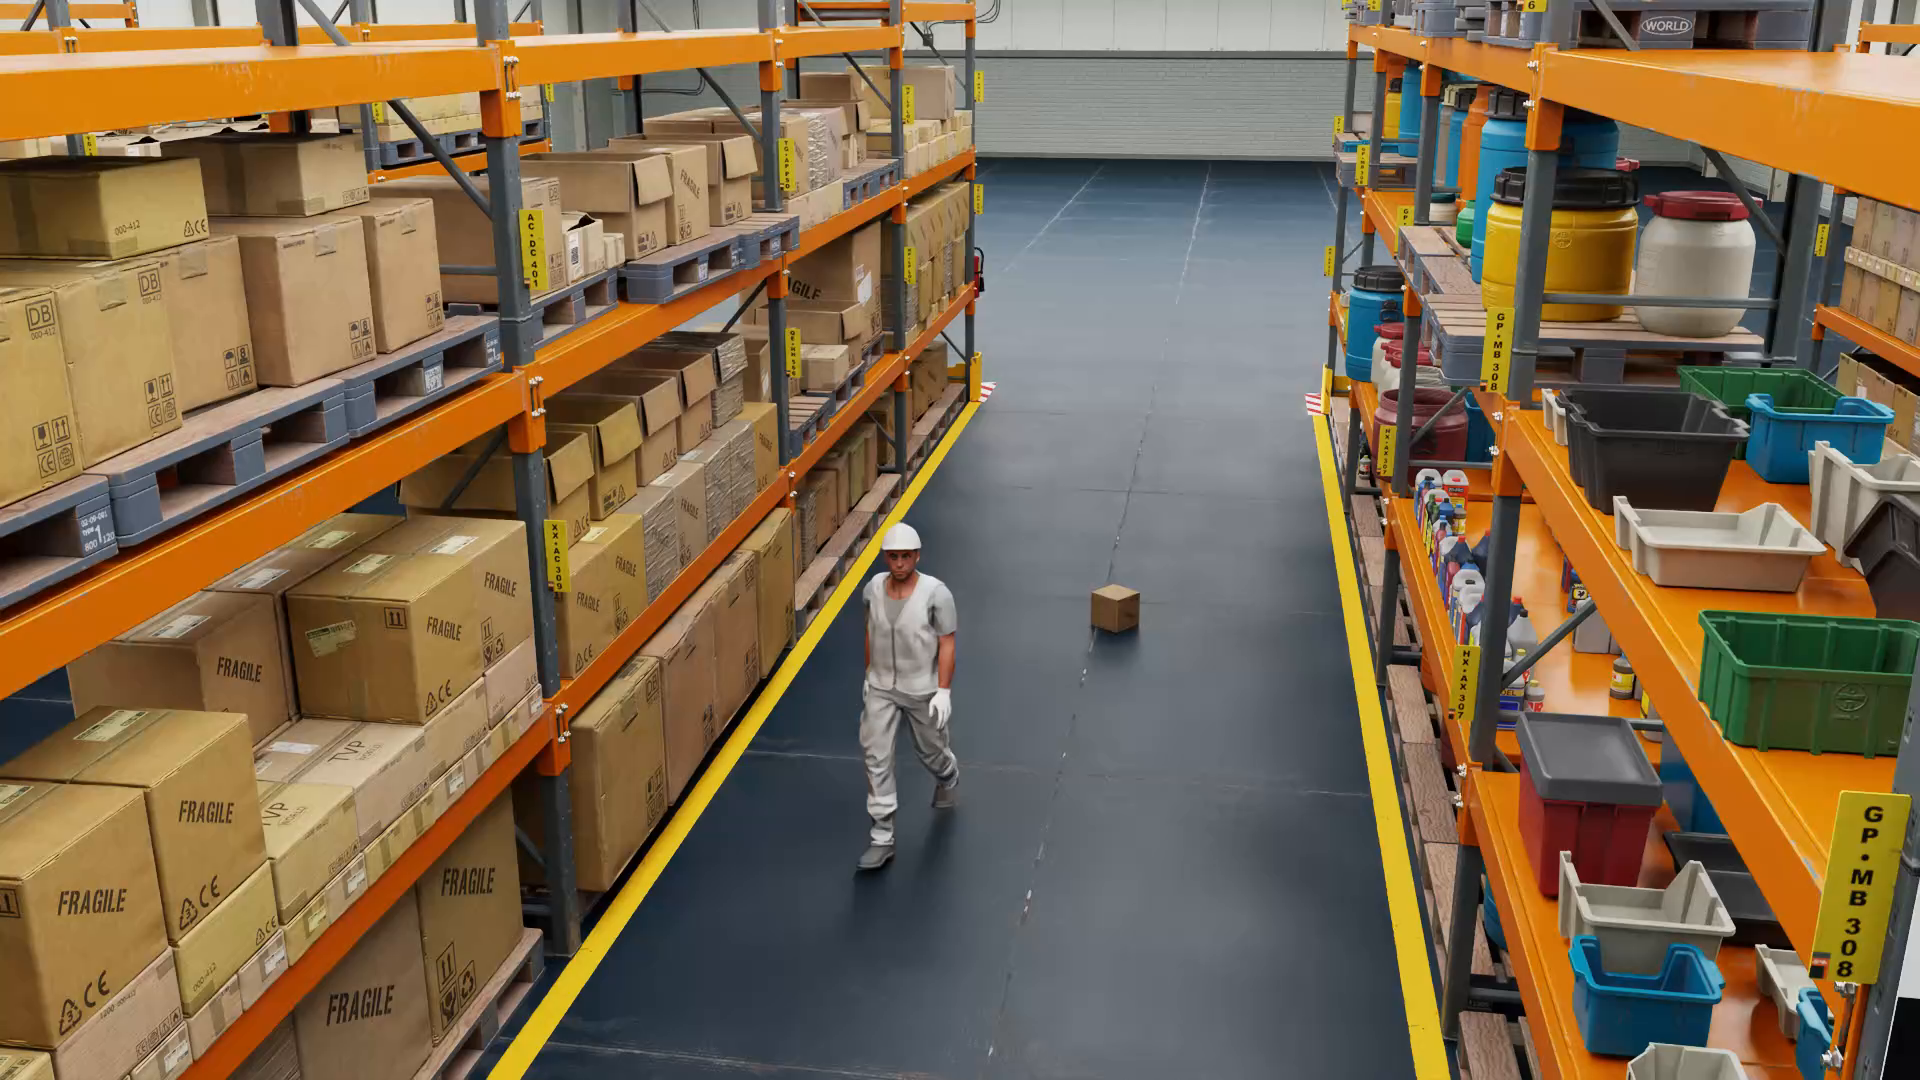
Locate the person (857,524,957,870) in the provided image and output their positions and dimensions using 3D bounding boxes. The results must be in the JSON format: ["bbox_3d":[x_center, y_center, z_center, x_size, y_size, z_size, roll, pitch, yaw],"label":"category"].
[{"bbox_3d":[-0.282,0.762,8.612,0.555,1.767,0.912,5,18,16],"label":"person"}]
